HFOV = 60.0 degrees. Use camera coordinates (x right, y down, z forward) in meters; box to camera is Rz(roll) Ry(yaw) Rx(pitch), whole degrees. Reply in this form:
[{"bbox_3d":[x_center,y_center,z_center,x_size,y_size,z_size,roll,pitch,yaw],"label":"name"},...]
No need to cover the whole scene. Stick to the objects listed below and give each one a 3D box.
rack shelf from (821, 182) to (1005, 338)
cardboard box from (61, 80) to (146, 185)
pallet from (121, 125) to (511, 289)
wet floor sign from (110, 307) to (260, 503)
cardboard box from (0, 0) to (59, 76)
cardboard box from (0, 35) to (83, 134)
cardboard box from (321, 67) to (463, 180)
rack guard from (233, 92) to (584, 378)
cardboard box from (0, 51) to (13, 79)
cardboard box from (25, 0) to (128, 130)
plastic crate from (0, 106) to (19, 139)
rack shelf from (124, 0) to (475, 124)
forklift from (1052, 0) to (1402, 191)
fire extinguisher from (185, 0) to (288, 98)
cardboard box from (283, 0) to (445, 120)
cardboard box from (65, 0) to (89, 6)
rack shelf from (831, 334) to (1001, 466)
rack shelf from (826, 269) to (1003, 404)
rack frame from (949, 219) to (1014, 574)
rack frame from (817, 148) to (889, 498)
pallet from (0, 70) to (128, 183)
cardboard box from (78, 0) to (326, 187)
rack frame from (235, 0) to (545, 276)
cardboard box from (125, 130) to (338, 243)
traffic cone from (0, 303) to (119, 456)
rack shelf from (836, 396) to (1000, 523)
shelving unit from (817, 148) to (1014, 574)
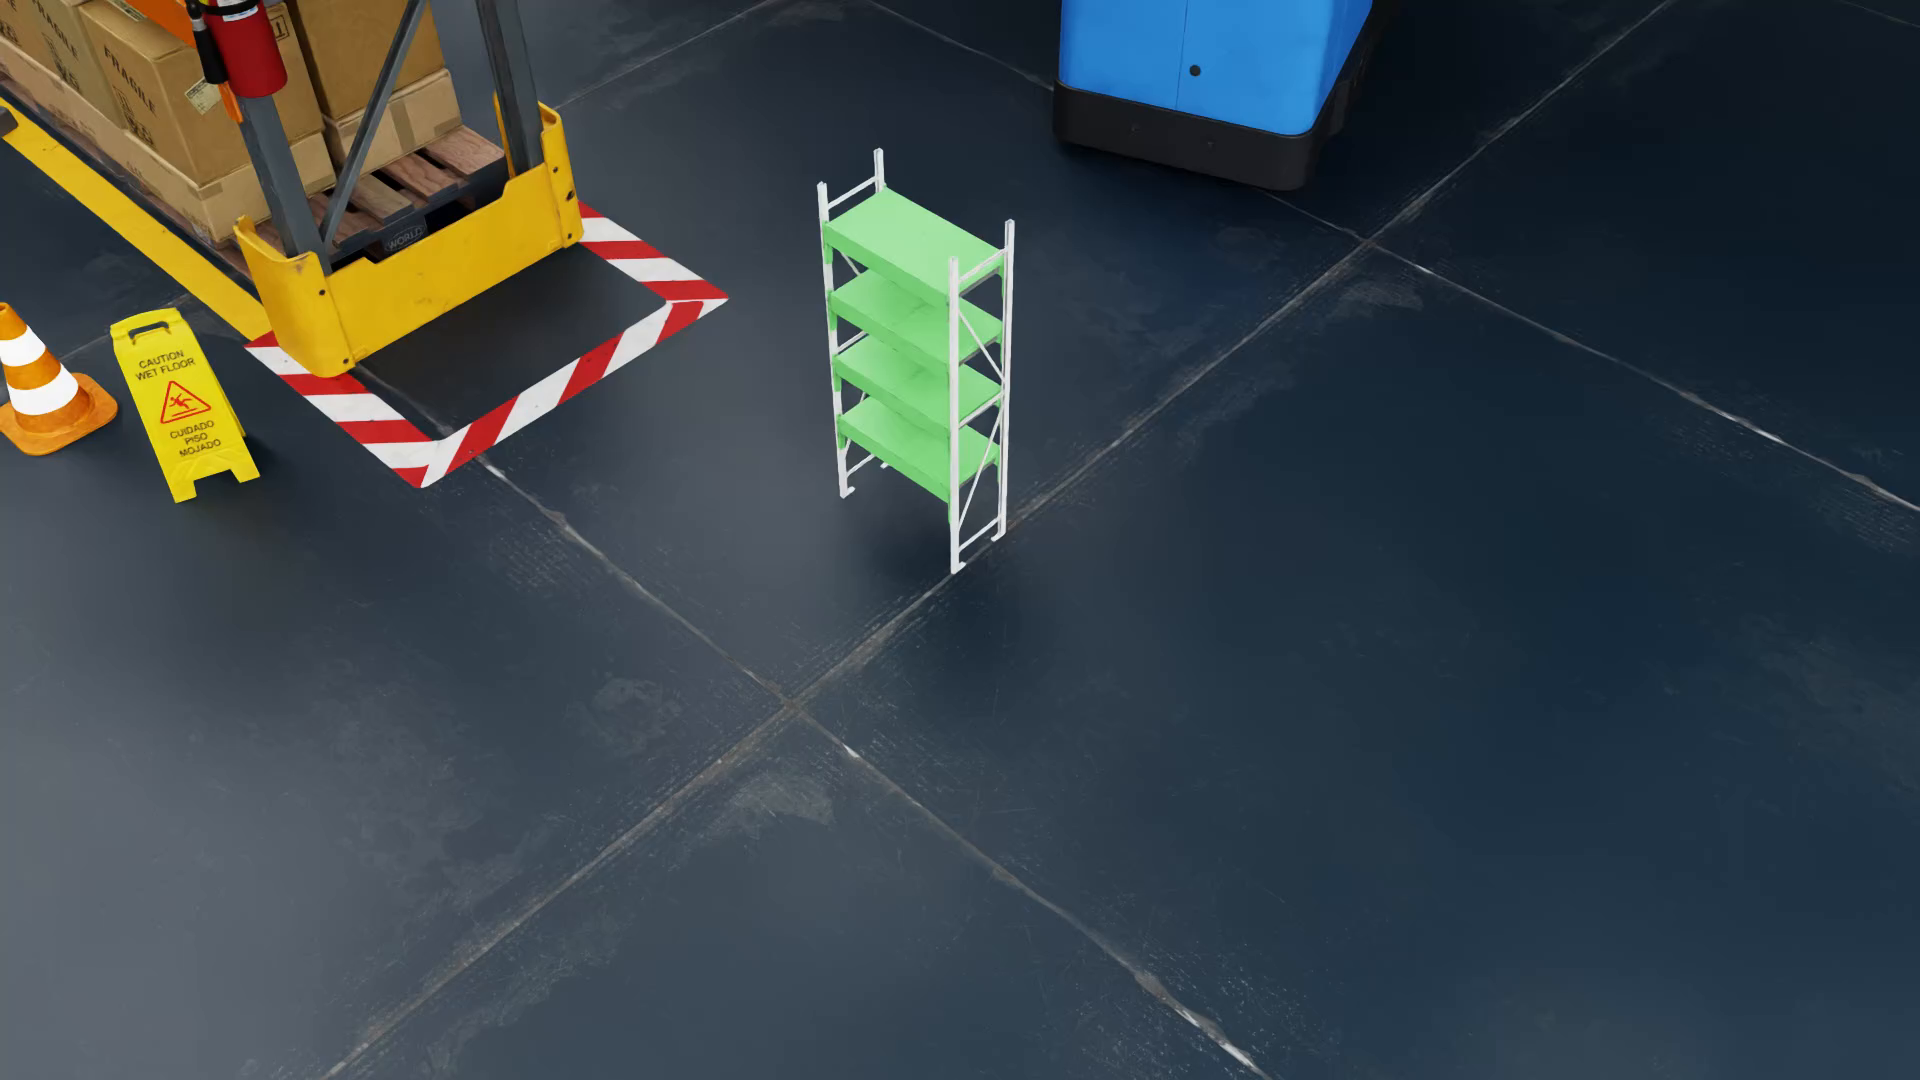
[{"bbox_3d":[-0.122,-0.777,4.586,0.480,0.148,0.258,34,55,28],"label":"rack shelf"},{"bbox_3d":[-3.027,-1.649,6.339,0.500,0.250,0.500,34,55,28],"label":"cardboard box"},{"bbox_3d":[-2.504,-1.434,6.452,1.213,0.211,1.003,34,55,28],"label":"pallet"},{"bbox_3d":[-2.461,-0.457,5.237,0.267,0.644,0.232,-21,50,-18],"label":"wet floor sign"},{"bbox_3d":[-3.393,-2.156,6.300,0.500,0.500,0.500,33,55,27],"label":"cardboard box"},{"bbox_3d":[-3.415,-1.905,6.579,0.500,0.250,0.500,32,55,26],"label":"cardboard box"},{"bbox_3d":[-2.280,-1.680,6.368,0.500,0.250,0.500,33,55,27],"label":"cardboard box"},{"bbox_3d":[-1.931,-1.112,5.951,0.348,0.500,1.175,34,55,28],"label":"rack guard"},{"bbox_3d":[-3.773,-2.156,6.814,0.500,0.250,0.500,33,55,27],"label":"cardboard box"},{"bbox_3d":[-3.027,-1.902,6.062,0.500,0.500,0.500,36,56,29],"label":"cardboard box"},{"bbox_3d":[-4.217,-1.693,6.785,0.583,0.080,0.402,17,49,15],"label":"plastic crate"},{"bbox_3d":[-3.345,-2.673,6.196,4.000,0.370,1.077,34,55,28],"label":"rack shelf"},{"bbox_3d":[1.410,-3.442,6.471,1.130,2.935,3.031,17,49,15],"label":"forklift"},{"bbox_3d":[-2.104,-1.600,4.748,0.183,0.674,0.296,34,55,28],"label":"fire extinguisher"},{"bbox_3d":[-2.298,-1.948,6.105,0.500,0.500,0.500,32,55,27],"label":"cardboard box"},{"bbox_3d":[-2.956,-2.014,5.722,0.250,0.149,0.380,36,56,29],"label":"cardboard box"},{"bbox_3d":[-0.122,-0.449,4.936,0.480,0.148,0.258,34,55,28],"label":"rack shelf"},{"bbox_3d":[-0.122,-0.613,4.761,0.480,0.148,0.258,34,55,28],"label":"rack shelf"},{"bbox_3d":[0.058,-0.372,4.776,0.015,1.200,0.240,34,55,28],"label":"rack frame"},{"bbox_3d":[-0.301,-0.613,5.003,0.015,1.200,0.240,34,55,28],"label":"rack frame"},{"bbox_3d":[-3.396,-2.037,7.018,1.213,0.211,1.003,34,55,28],"label":"pallet"},{"bbox_3d":[-2.641,-1.646,5.822,0.500,0.500,0.500,34,56,28],"label":"cardboard box"},{"bbox_3d":[-1.875,-1.930,5.005,0.127,3.000,1.000,34,55,28],"label":"rack frame"},{"bbox_3d":[-2.669,-1.400,6.105,0.500,0.250,0.500,34,55,28],"label":"cardboard box"},{"bbox_3d":[-3.066,-0.584,5.480,0.334,0.463,0.336,34,55,28],"label":"traffic cone"},{"bbox_3d":[-0.122,-0.285,5.111,0.480,0.148,0.258,34,55,28],"label":"rack shelf"},{"bbox_3d":[-0.122,-0.493,4.889,0.503,1.200,0.258,34,55,28],"label":"shelving unit"}]
